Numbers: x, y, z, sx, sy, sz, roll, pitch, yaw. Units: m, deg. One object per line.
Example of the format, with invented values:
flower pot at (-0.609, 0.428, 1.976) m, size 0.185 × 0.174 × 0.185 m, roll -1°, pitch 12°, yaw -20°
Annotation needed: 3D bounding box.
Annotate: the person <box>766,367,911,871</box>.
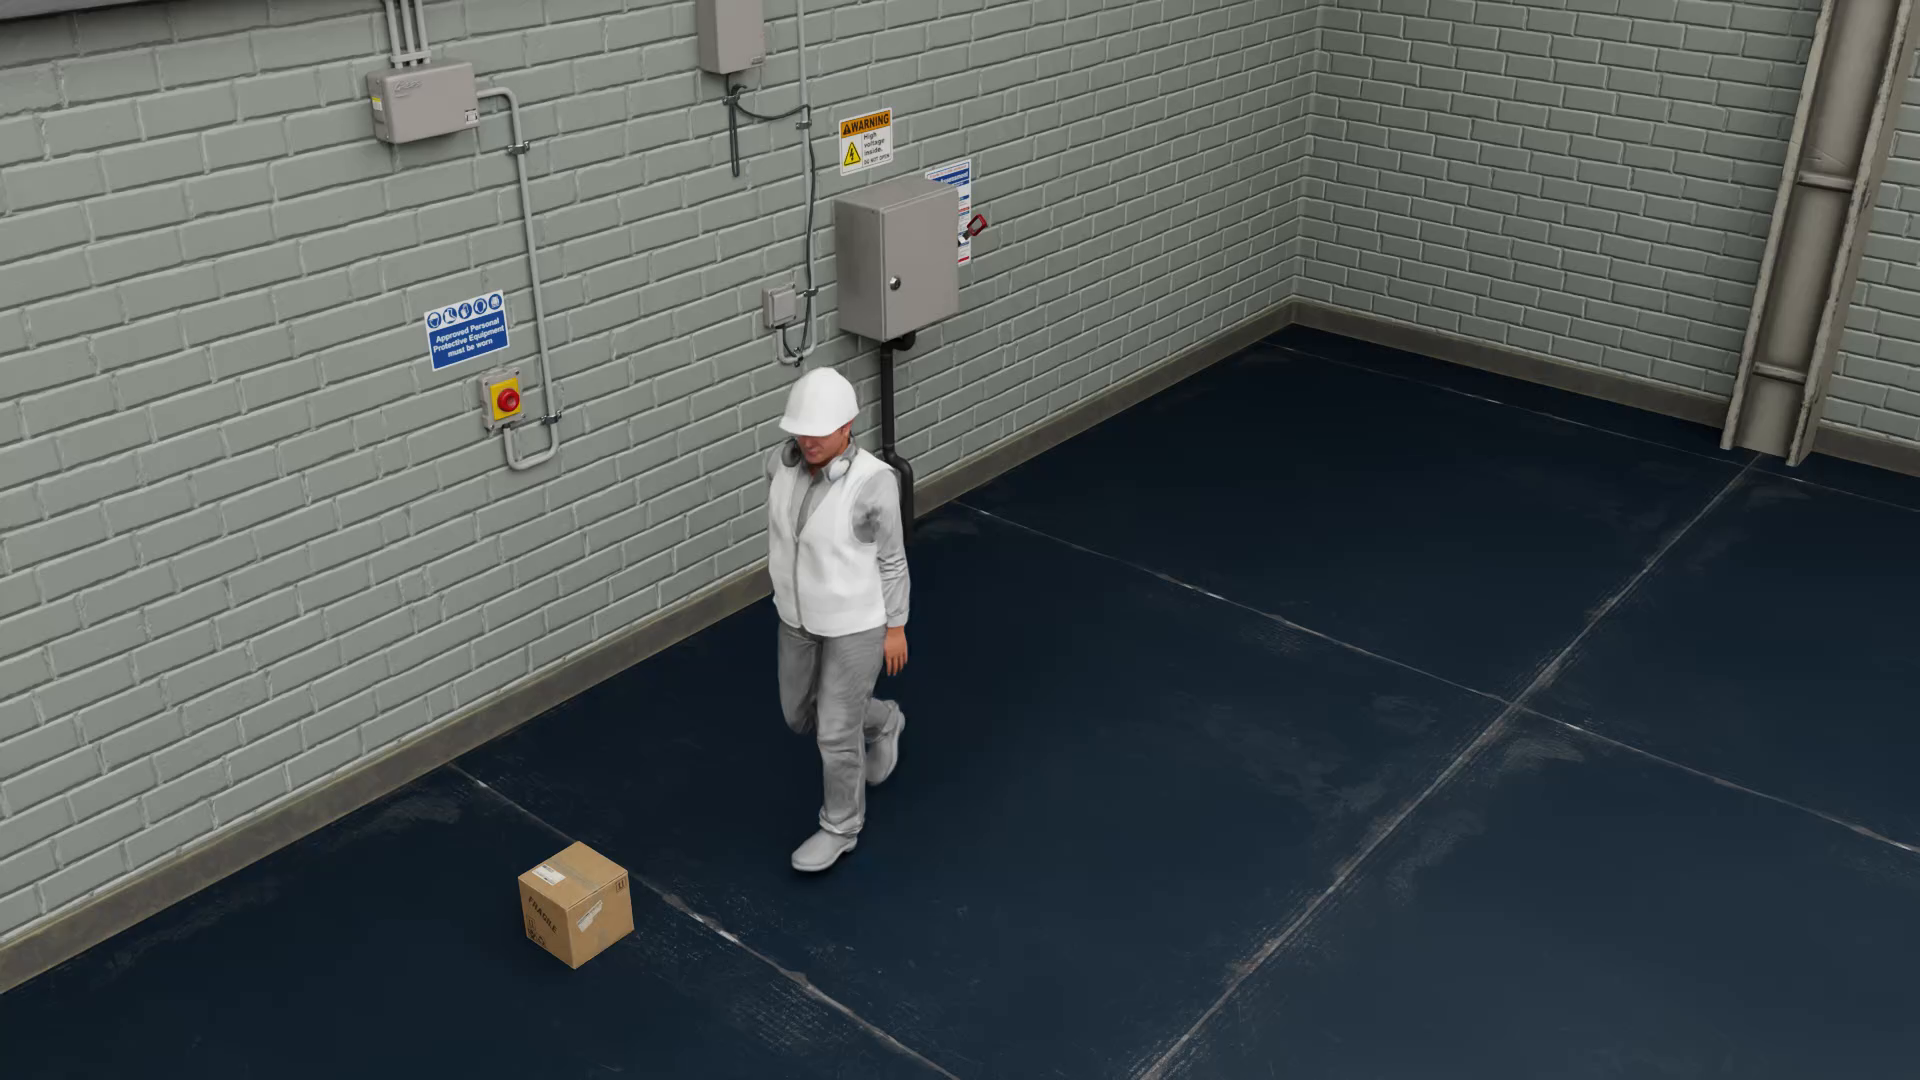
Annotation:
person at (-0.415, 0.227, 5.636) m, size 0.552 × 1.764 × 0.737 m, roll 19°, pitch 33°, yaw 33°
